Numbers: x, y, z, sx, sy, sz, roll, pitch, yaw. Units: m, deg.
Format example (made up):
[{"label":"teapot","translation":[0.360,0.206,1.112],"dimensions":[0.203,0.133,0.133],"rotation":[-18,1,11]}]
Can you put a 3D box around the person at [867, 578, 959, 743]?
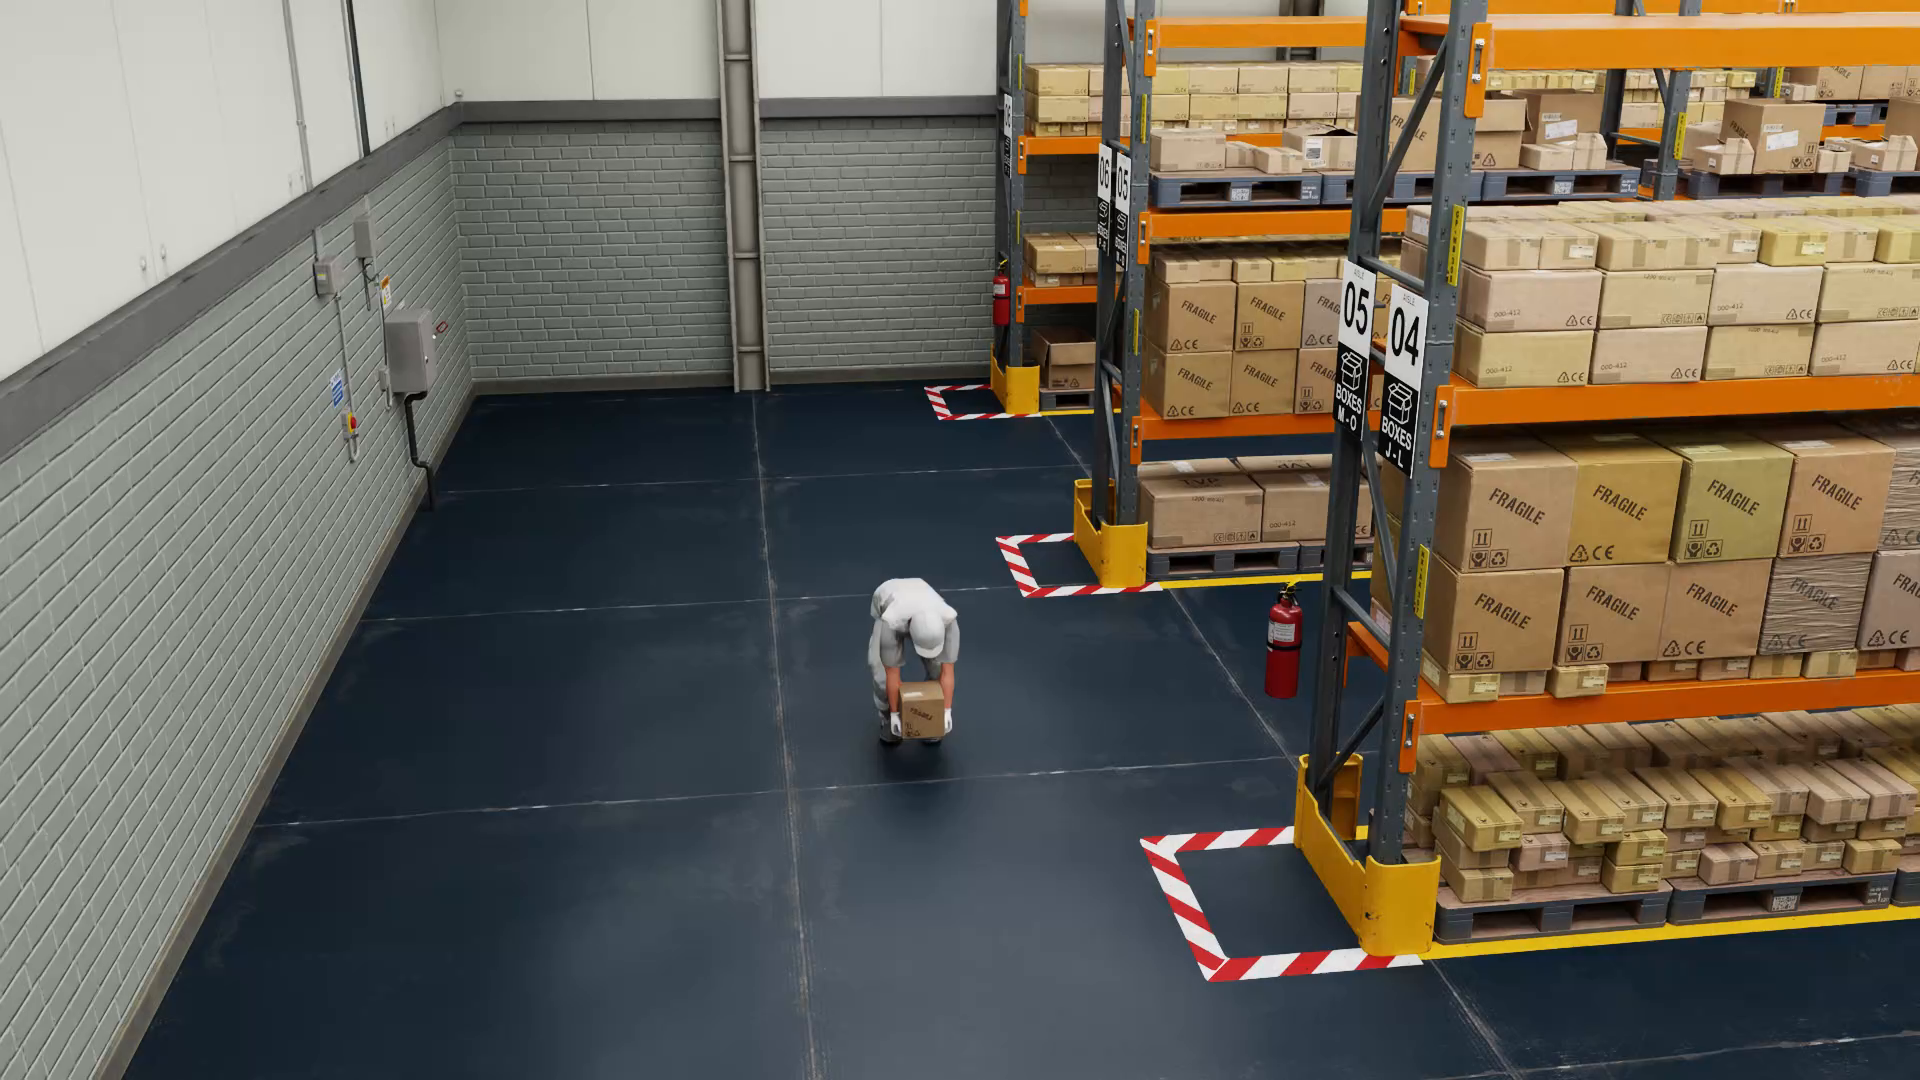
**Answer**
[{"label":"person","translation":[-0.279,0.771,9.999],"dimensions":[0.522,1.039,0.958],"rotation":[-4,20,-10]}]
